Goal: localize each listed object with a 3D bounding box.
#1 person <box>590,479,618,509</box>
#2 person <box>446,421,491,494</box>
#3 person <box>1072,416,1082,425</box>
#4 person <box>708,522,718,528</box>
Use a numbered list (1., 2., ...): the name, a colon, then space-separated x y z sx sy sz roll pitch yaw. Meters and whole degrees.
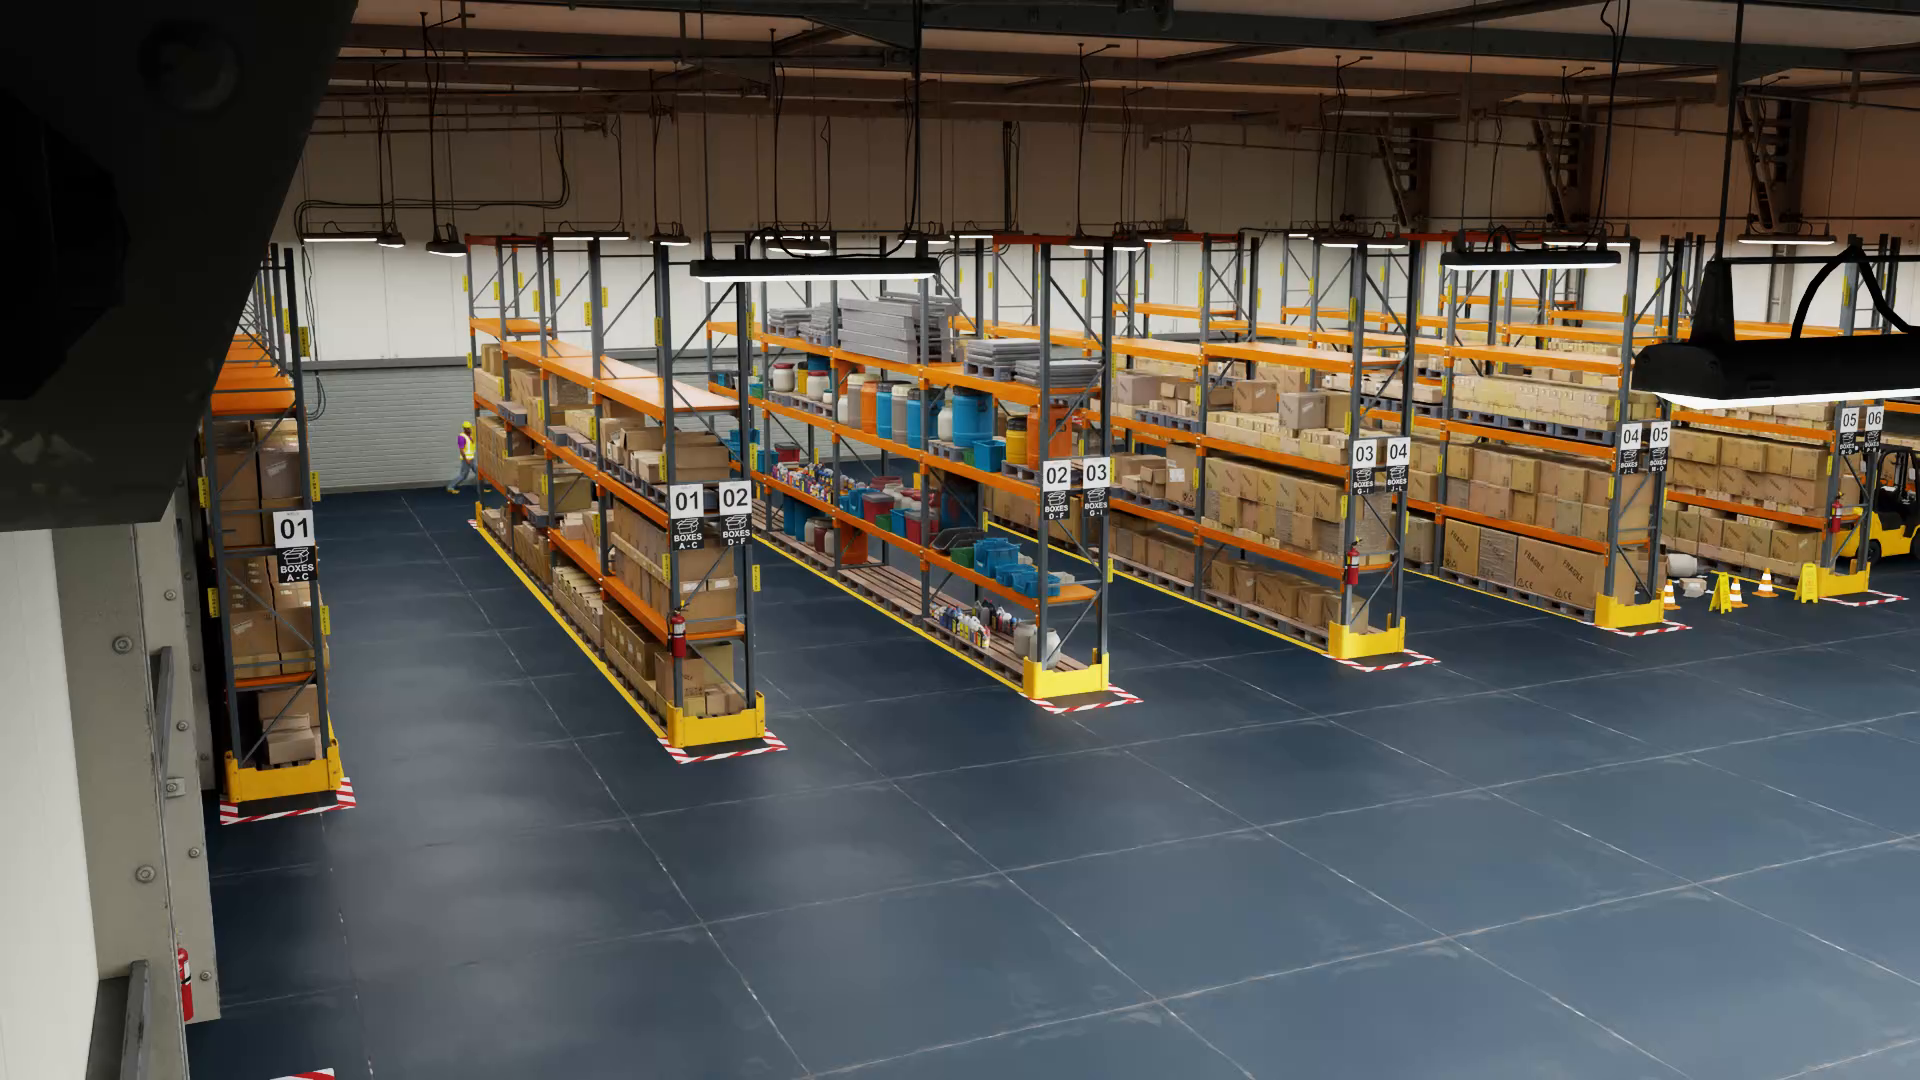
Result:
1. person: -6.857 -0.638 32.057 0.660 1.698 0.992 -5 12 -23
2. person: -11.367 -1.884 38.335 0.990 1.721 0.663 -2 11 -8
3. person: 3.014 -3.010 43.835 0.545 1.783 0.480 11 15 43
4. person: -4.028 0.242 26.019 0.777 1.829 0.856 -5 12 -23
